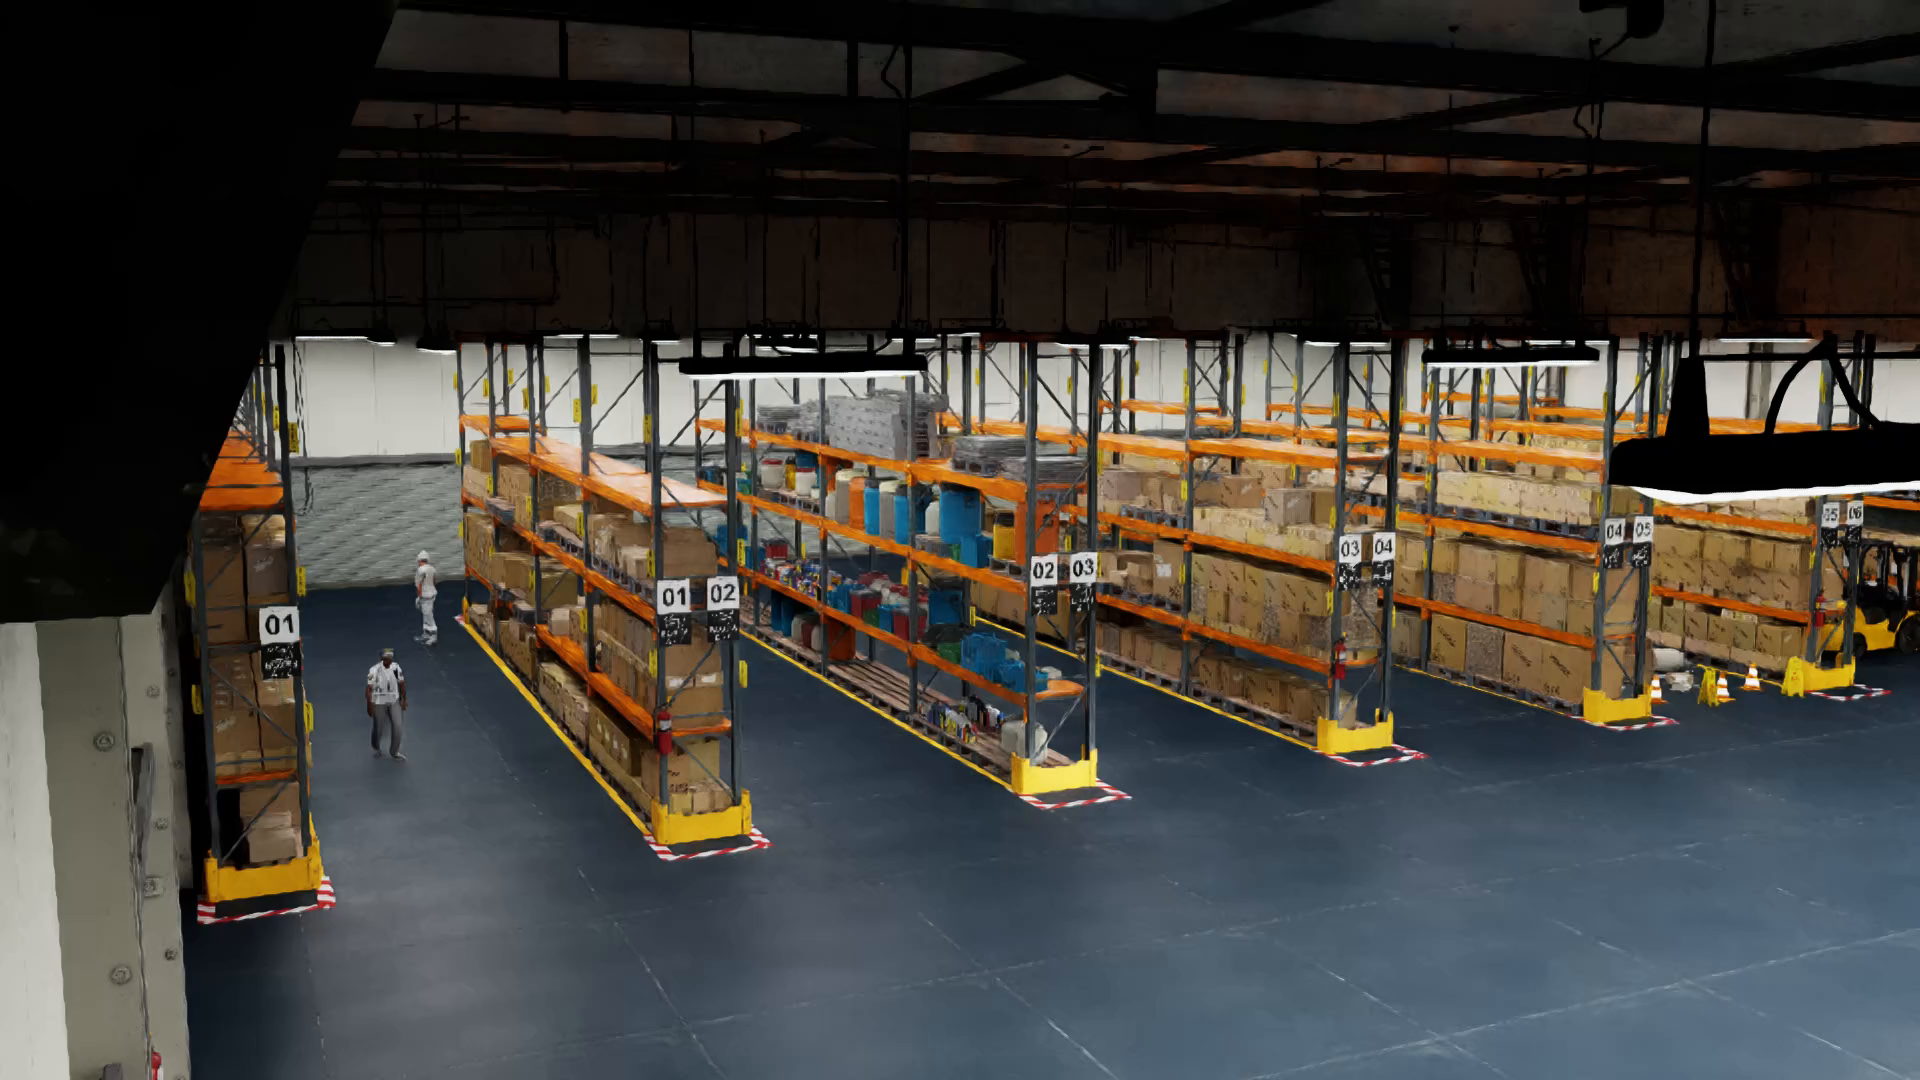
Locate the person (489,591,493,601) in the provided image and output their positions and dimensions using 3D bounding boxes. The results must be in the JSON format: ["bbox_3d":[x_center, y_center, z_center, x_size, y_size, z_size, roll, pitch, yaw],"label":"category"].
[{"bbox_3d":[-9.932,0.705,35.832,0.489,1.590,0.611,-1,8,-4],"label":"person"}]

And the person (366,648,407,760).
[{"bbox_3d":[-8.268,2.307,23.909,0.587,1.644,0.662,-5,9,-33],"label":"person"}]

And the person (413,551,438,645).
[{"bbox_3d":[-10.368,1.100,32.167,0.577,1.785,0.655,1,8,5],"label":"person"}]
